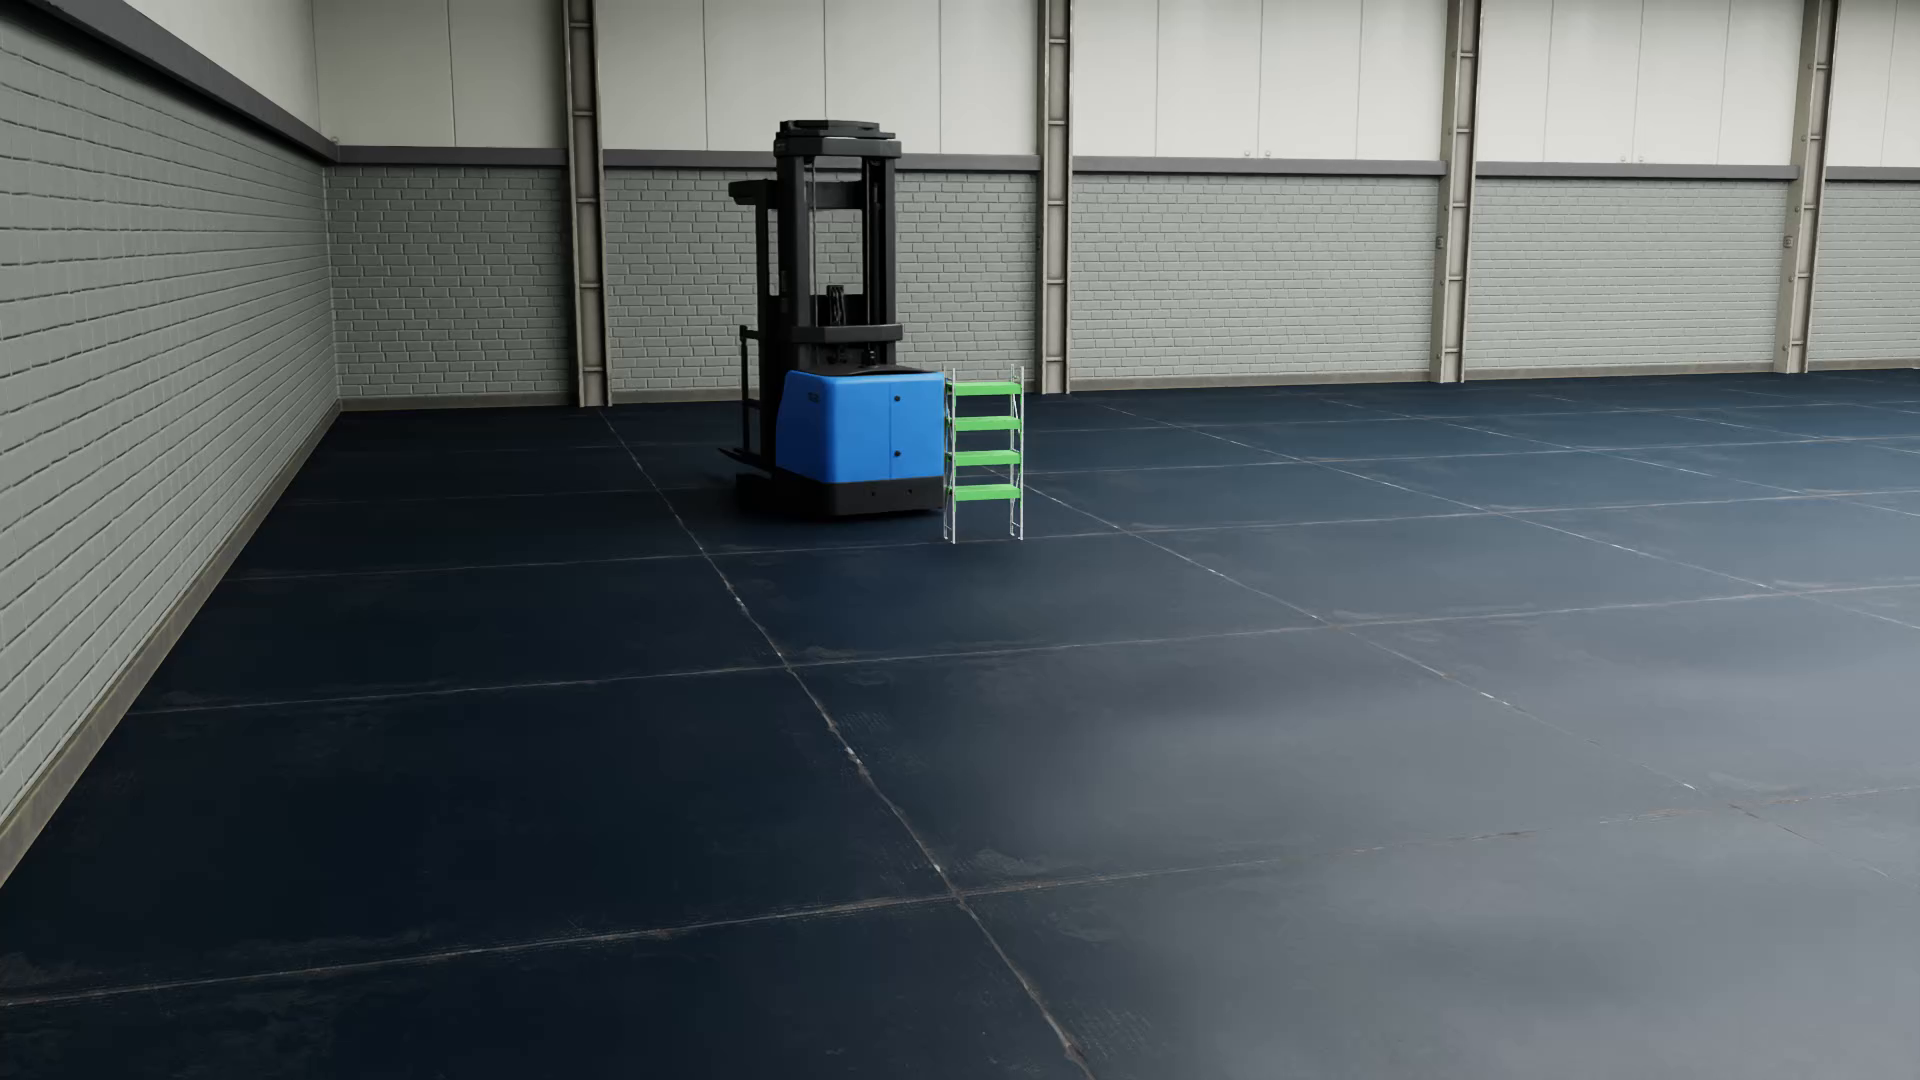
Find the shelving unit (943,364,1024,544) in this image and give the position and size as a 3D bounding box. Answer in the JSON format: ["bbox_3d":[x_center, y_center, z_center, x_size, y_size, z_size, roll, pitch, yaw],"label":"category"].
[{"bbox_3d":[0.159,-0.598,11.483,0.503,1.200,0.258,-3,11,-16],"label":"shelving unit"}]

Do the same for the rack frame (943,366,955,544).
[{"bbox_3d":[-0.075,-0.586,11.416,0.015,1.200,0.240,-3,11,-16],"label":"rack frame"}]

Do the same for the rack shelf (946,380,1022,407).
[{"bbox_3d":[0.159,-1.008,11.408,0.480,0.148,0.258,-3,11,-16],"label":"rack shelf"}]

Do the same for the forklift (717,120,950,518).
[{"bbox_3d":[-1.183,-1.826,13.370,1.130,2.935,3.031,-5,12,-26],"label":"forklift"}]

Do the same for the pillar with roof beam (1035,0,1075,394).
[{"bbox_3d":[2.437,-5.652,17.391,0.400,9.000,9.100,-3,11,-16],"label":"pillar with roof beam"}]

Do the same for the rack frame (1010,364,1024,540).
[{"bbox_3d":[0.393,-0.611,11.550,0.015,1.200,0.240,-3,11,-16],"label":"rack frame"}]

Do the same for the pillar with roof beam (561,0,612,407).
[{"bbox_3d":[-3.324,-5.348,15.742,0.400,9.000,9.100,-3,11,-16],"label":"pillar with roof beam"}]

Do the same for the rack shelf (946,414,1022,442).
[{"bbox_3d":[0.159,-0.772,11.451,0.480,0.148,0.258,-3,11,-16],"label":"rack shelf"}]

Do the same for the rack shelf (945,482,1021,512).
[{"bbox_3d":[0.159,-0.300,11.538,0.480,0.148,0.258,-3,11,-16],"label":"rack shelf"}]

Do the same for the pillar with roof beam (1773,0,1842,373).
[{"bbox_3d":[13.959,-6.259,20.689,0.400,9.000,9.100,-3,11,-16],"label":"pillar with roof beam"}]

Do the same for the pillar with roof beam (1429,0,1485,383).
[{"bbox_3d":[8.198,-5.955,19.040,0.400,9.000,9.100,-3,11,-16],"label":"pillar with roof beam"}]

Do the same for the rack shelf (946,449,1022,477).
[{"bbox_3d":[0.159,-0.536,11.495,0.480,0.148,0.258,-3,11,-16],"label":"rack shelf"}]
